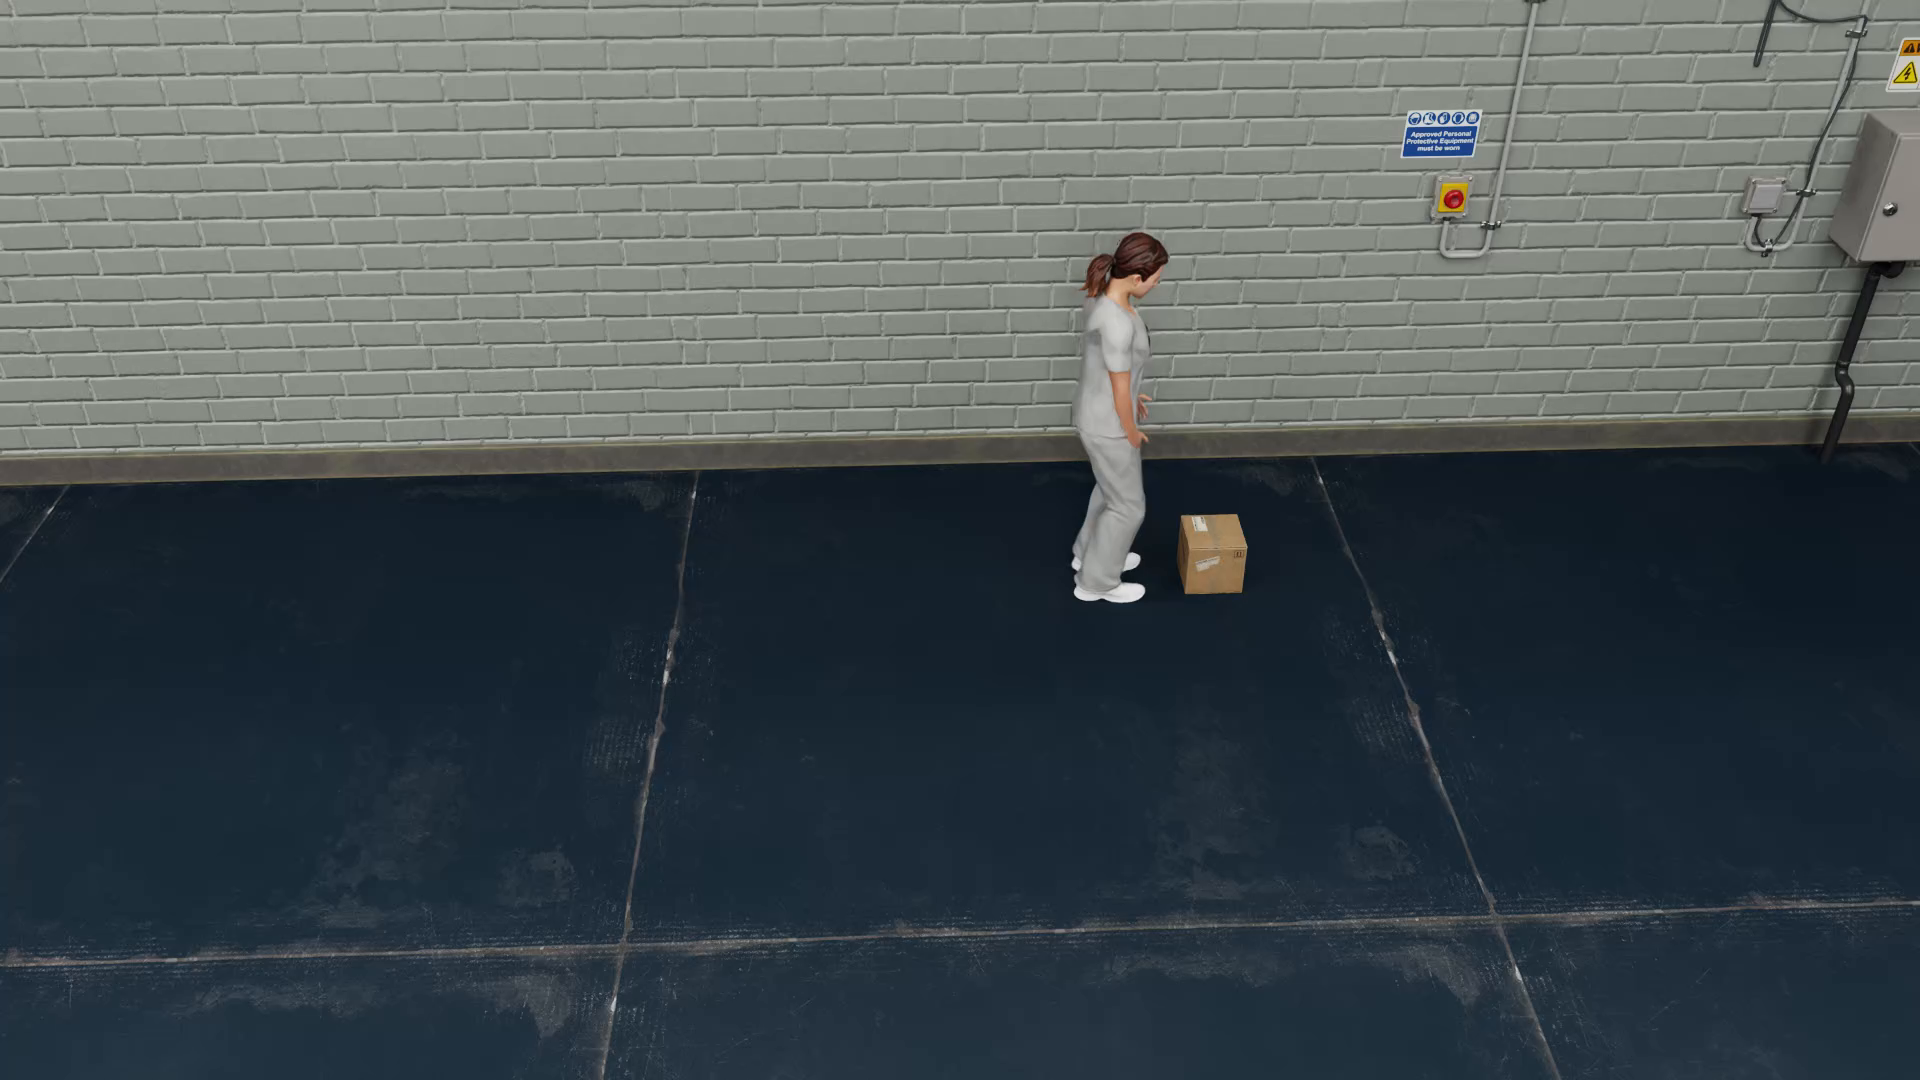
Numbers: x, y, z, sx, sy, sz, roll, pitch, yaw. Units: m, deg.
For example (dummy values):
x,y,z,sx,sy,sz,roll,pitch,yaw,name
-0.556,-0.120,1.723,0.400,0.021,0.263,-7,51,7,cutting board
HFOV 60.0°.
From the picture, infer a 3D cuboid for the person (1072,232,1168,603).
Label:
x,y,z,sx,sy,sz,roll,pitch,yaw,name
0.637,-0.505,6.885,0.351,1.652,0.453,-1,35,-1,person
